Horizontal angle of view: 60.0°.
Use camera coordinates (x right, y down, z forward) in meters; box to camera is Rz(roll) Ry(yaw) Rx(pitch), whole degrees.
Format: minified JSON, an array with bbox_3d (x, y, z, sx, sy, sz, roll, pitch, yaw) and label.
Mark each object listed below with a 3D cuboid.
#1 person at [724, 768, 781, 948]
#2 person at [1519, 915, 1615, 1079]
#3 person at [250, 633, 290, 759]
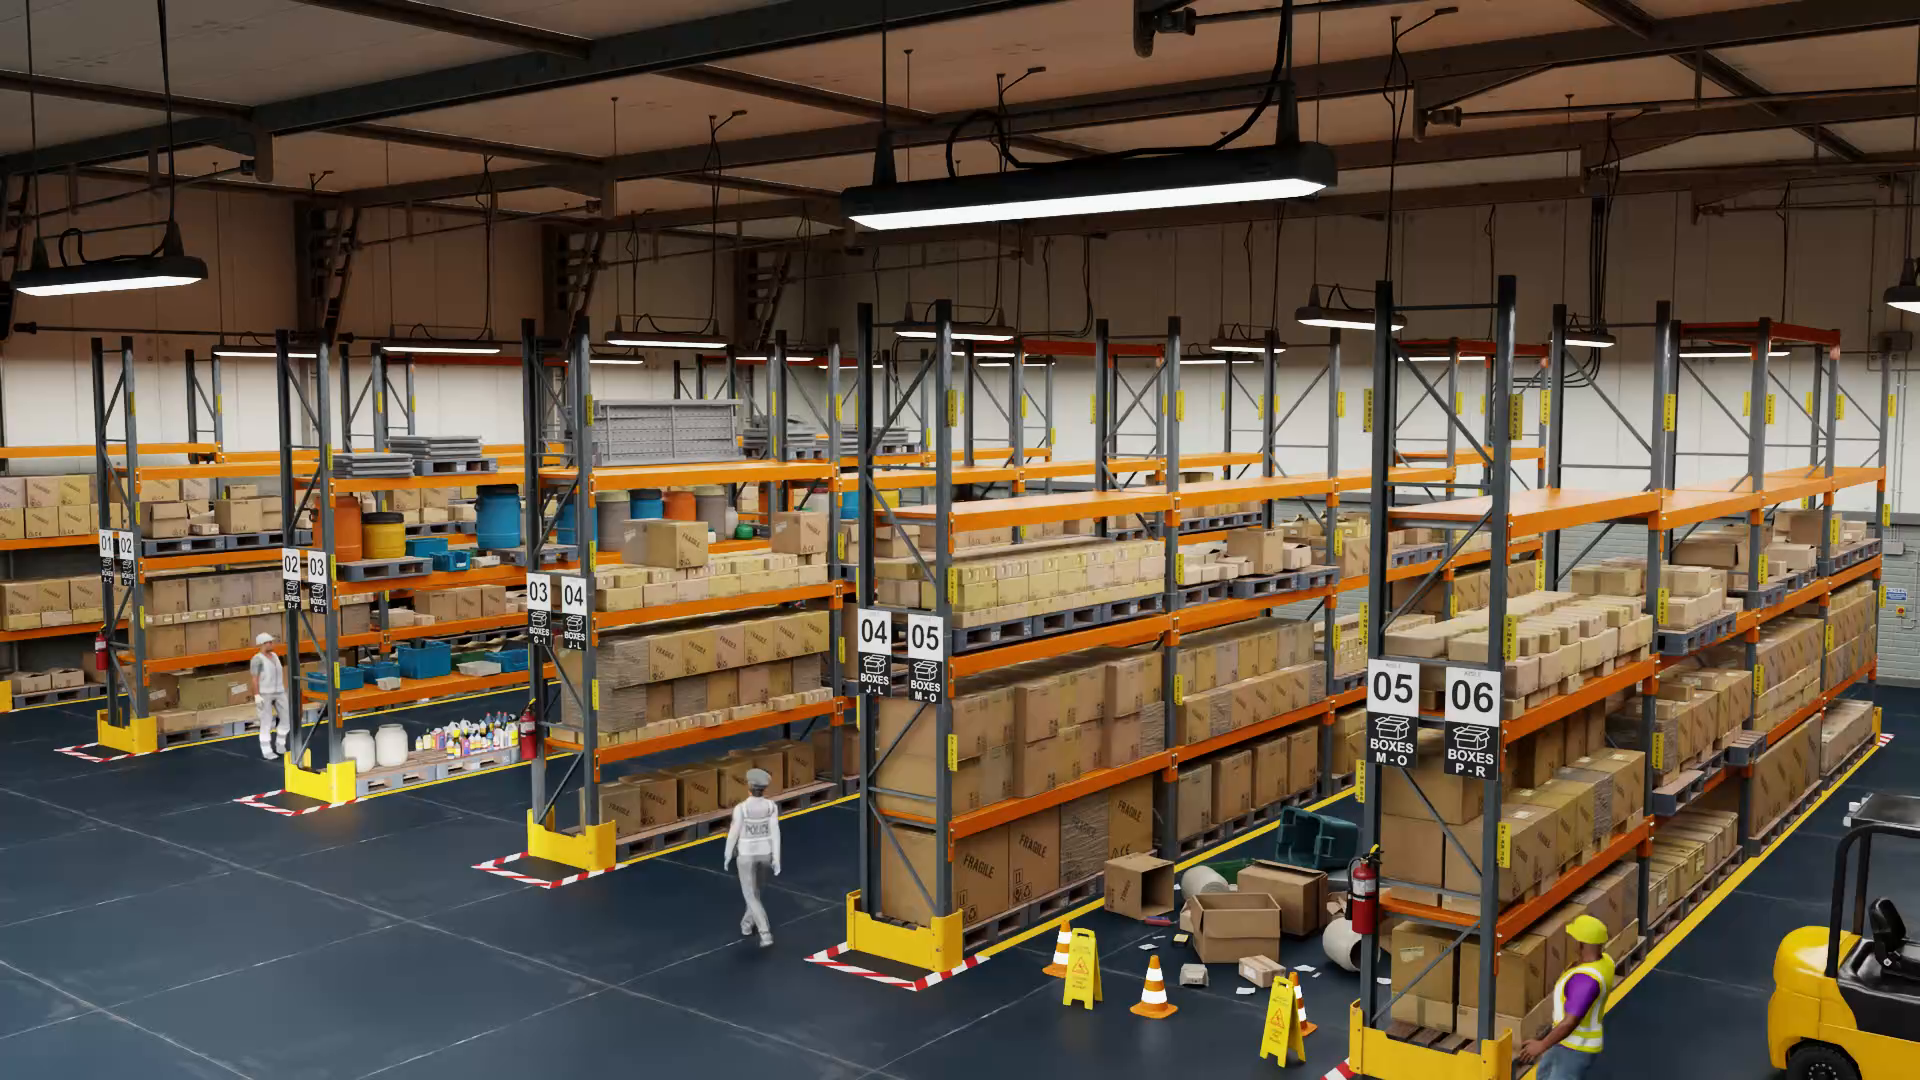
[{"bbox_3d":[-1.954,2.973,15.659,0.494,1.649,0.917,-3,6,-33],"label":"person"},{"bbox_3d":[4.010,3.330,11.062,0.632,1.751,0.644,2,5,17],"label":"person"},{"bbox_3d":[-9.841,2.215,23.765,0.470,1.792,0.604,4,6,36],"label":"person"}]
